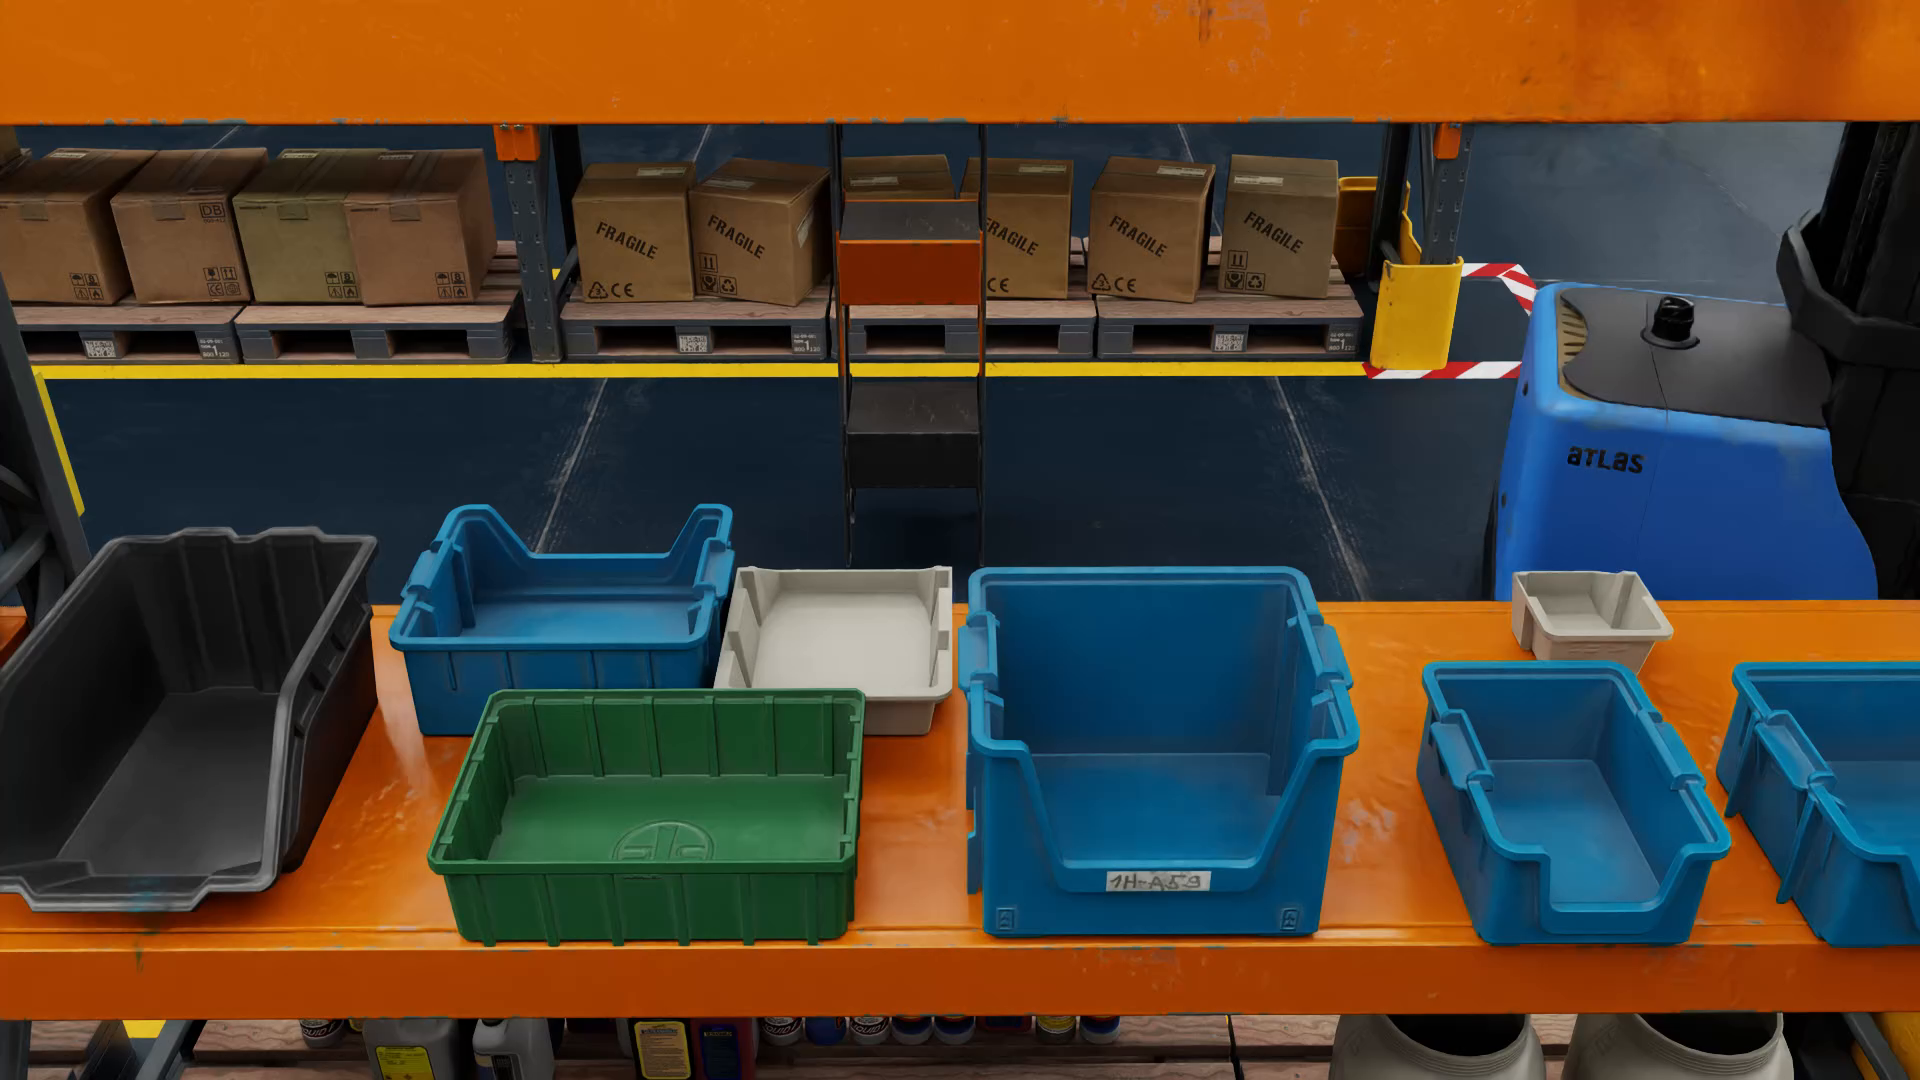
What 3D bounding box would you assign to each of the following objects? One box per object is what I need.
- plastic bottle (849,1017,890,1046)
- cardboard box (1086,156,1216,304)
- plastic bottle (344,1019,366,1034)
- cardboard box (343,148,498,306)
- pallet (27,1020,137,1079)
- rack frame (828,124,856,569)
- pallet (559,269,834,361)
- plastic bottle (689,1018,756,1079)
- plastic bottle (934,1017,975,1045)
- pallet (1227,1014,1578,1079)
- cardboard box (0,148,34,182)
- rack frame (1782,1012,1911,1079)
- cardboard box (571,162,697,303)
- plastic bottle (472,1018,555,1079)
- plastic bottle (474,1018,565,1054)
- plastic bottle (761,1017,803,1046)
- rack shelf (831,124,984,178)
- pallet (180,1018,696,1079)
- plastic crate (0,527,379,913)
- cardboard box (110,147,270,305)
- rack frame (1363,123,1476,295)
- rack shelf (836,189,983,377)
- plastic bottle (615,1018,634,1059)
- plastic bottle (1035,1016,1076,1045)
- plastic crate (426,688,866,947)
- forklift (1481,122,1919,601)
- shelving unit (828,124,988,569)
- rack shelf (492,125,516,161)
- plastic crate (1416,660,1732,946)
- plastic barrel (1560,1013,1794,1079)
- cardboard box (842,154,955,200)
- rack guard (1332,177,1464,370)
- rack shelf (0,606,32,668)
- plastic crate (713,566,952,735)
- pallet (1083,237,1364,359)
[{"bbox_3d":[-0.213,1.069,3.870,0.097,0.201,0.097,0,31,0],"label":"plastic bottle"},{"bbox_3d":[0.892,-1.452,7.756,0.500,0.500,0.500,8,32,13],"label":"cardboard box"},{"bbox_3d":[-1.377,1.028,3.858,0.133,0.283,0.061,1,31,2],"label":"plastic bottle"},{"bbox_3d":[-2.500,-1.470,7.767,0.500,0.500,0.700,-2,31,-4],"label":"cardboard box"},{"bbox_3d":[-2.641,1.442,3.669,1.213,0.211,1.003,0,31,0],"label":"pallet"},{"bbox_3d":[-0.410,-0.896,5.703,0.015,2.100,0.400,0,31,0],"label":"rack frame"},{"bbox_3d":[-1.214,-1.170,7.974,1.213,0.211,1.003,0,31,0],"label":"pallet"},{"bbox_3d":[-0.535,1.105,3.732,0.133,0.283,0.061,0,31,0],"label":"plastic bottle"},{"bbox_3d":[-0.014,1.039,3.853,0.097,0.271,0.097,0,31,0],"label":"plastic bottle"},{"bbox_3d":[1.256,1.432,3.687,1.213,0.211,1.003,0,31,0],"label":"pallet"},{"bbox_3d":[-4.661,-1.469,7.765,0.500,0.500,0.700,-3,31,-4],"label":"cardboard box"},{"bbox_3d":[2.144,0.215,3.004,0.127,3.000,1.000,0,31,0],"label":"rack frame"},{"bbox_3d":[-1.486,-1.433,7.725,0.500,0.500,0.500,-1,31,-2],"label":"cardboard box"},{"bbox_3d":[-0.996,1.129,3.700,0.135,0.276,0.152,0,31,0],"label":"plastic bottle"},{"bbox_3d":[-1.022,1.020,3.807,0.185,0.351,0.144,-2,31,-3],"label":"plastic bottle"},{"bbox_3d":[-0.418,1.070,3.869,0.097,0.201,0.097,0,31,0],"label":"plastic bottle"},{"bbox_3d":[-0.166,-1.484,5.348,0.480,0.518,0.431,0,31,0],"label":"rack shelf"},{"bbox_3d":[-1.184,1.439,3.674,1.213,0.211,1.003,0,31,0],"label":"pallet"},{"bbox_3d":[-1.332,0.319,2.893,0.504,0.338,0.767,0,31,0],"label":"plastic crate"},{"bbox_3d":[-3.536,-1.476,7.777,0.500,0.500,0.700,-3,31,-5],"label":"cardboard box"},{"bbox_3d":[2.114,-2.354,7.238,0.127,3.000,1.000,0,31,0],"label":"rack frame"},{"bbox_3d":[-0.166,-0.886,5.712,0.480,0.518,0.431,0,31,0],"label":"rack shelf"},{"bbox_3d":[-0.699,1.019,3.808,0.185,0.351,0.144,0,31,-1],"label":"plastic bottle"},{"bbox_3d":[0.226,1.068,3.872,0.097,0.201,0.097,0,31,0],"label":"plastic bottle"},{"bbox_3d":[-0.497,0.460,2.804,0.662,0.188,0.450,0,31,0],"label":"plastic crate"},{"bbox_3d":[3.266,-0.769,4.692,3.031,2.935,1.130,9,32,14],"label":"forklift"},{"bbox_3d":[-0.166,-0.897,5.704,0.503,2.100,0.431,0,31,0],"label":"shelving unit"},{"bbox_3d":[-3.886,-2.028,7.394,4.000,0.370,1.077,0,31,0],"label":"rack shelf"},{"bbox_3d":[0.996,0.435,2.785,0.408,0.251,0.499,0,31,0],"label":"plastic crate"},{"bbox_3d":[1.486,1.141,3.471,0.421,0.512,0.421,0,31,0],"label":"plastic barrel"},{"bbox_3d":[-0.292,-1.481,7.805,0.500,0.500,0.500,-3,31,-5],"label":"cardboard box"},{"bbox_3d":[2.038,-1.285,7.886,0.348,0.500,1.175,0,31,0],"label":"rack guard"},{"bbox_3d":[-3.856,0.542,3.159,4.000,0.370,1.077,0,31,0],"label":"rack shelf"},{"bbox_3d":[-0.234,0.204,3.276,0.437,0.136,0.530,0,31,0],"label":"plastic crate"},{"bbox_3d":[1.226,-1.177,7.987,1.213,0.211,1.003,0,31,0],"label":"pallet"}]
